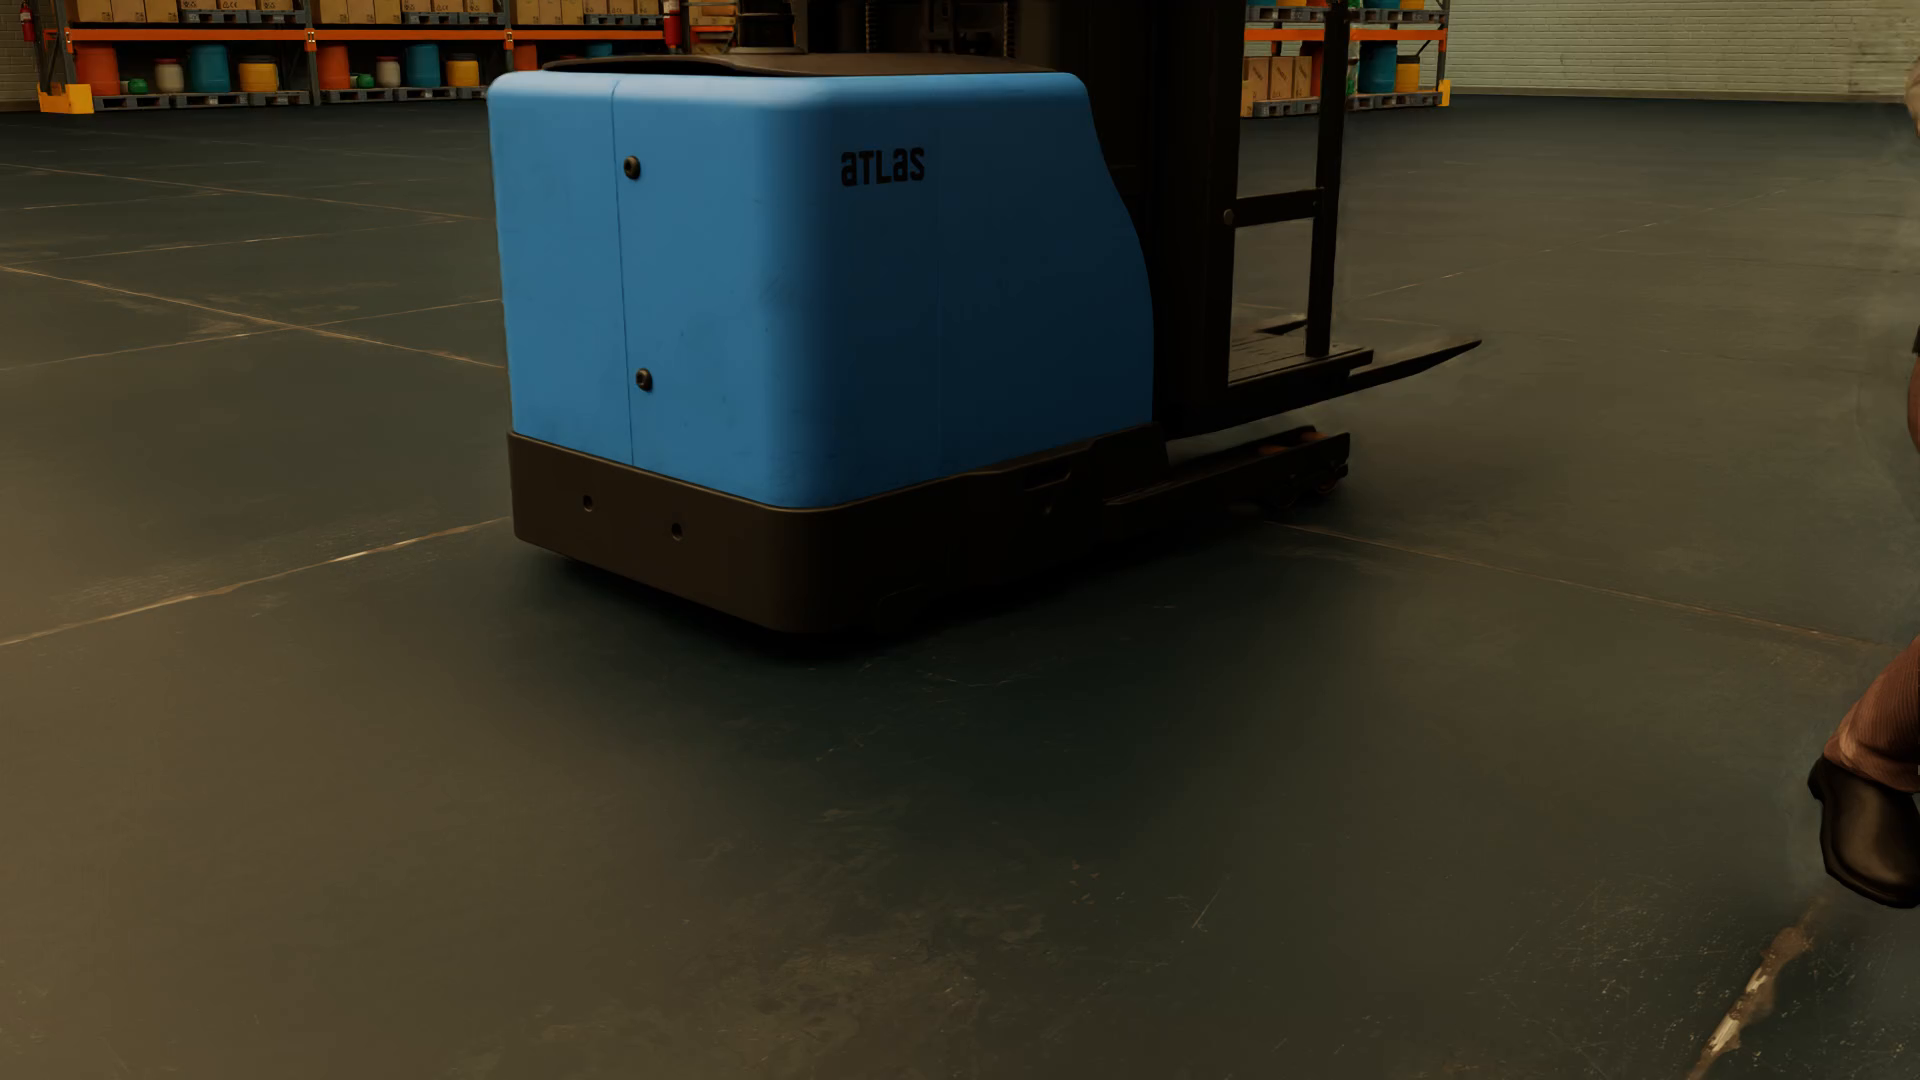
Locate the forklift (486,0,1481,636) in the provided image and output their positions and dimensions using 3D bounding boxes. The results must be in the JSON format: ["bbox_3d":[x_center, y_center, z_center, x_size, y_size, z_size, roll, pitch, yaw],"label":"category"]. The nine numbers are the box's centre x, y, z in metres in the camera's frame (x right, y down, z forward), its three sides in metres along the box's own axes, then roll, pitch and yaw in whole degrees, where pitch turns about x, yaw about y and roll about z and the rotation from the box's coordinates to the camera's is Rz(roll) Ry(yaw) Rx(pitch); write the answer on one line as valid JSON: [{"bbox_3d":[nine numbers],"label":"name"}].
[{"bbox_3d":[0.371,-1.569,4.065,1.130,2.935,3.031,15,23,41],"label":"forklift"}]

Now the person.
[{"bbox_3d":[1.604,-0.153,2.031,0.891,1.505,0.764,3,17,10],"label":"person"}]
